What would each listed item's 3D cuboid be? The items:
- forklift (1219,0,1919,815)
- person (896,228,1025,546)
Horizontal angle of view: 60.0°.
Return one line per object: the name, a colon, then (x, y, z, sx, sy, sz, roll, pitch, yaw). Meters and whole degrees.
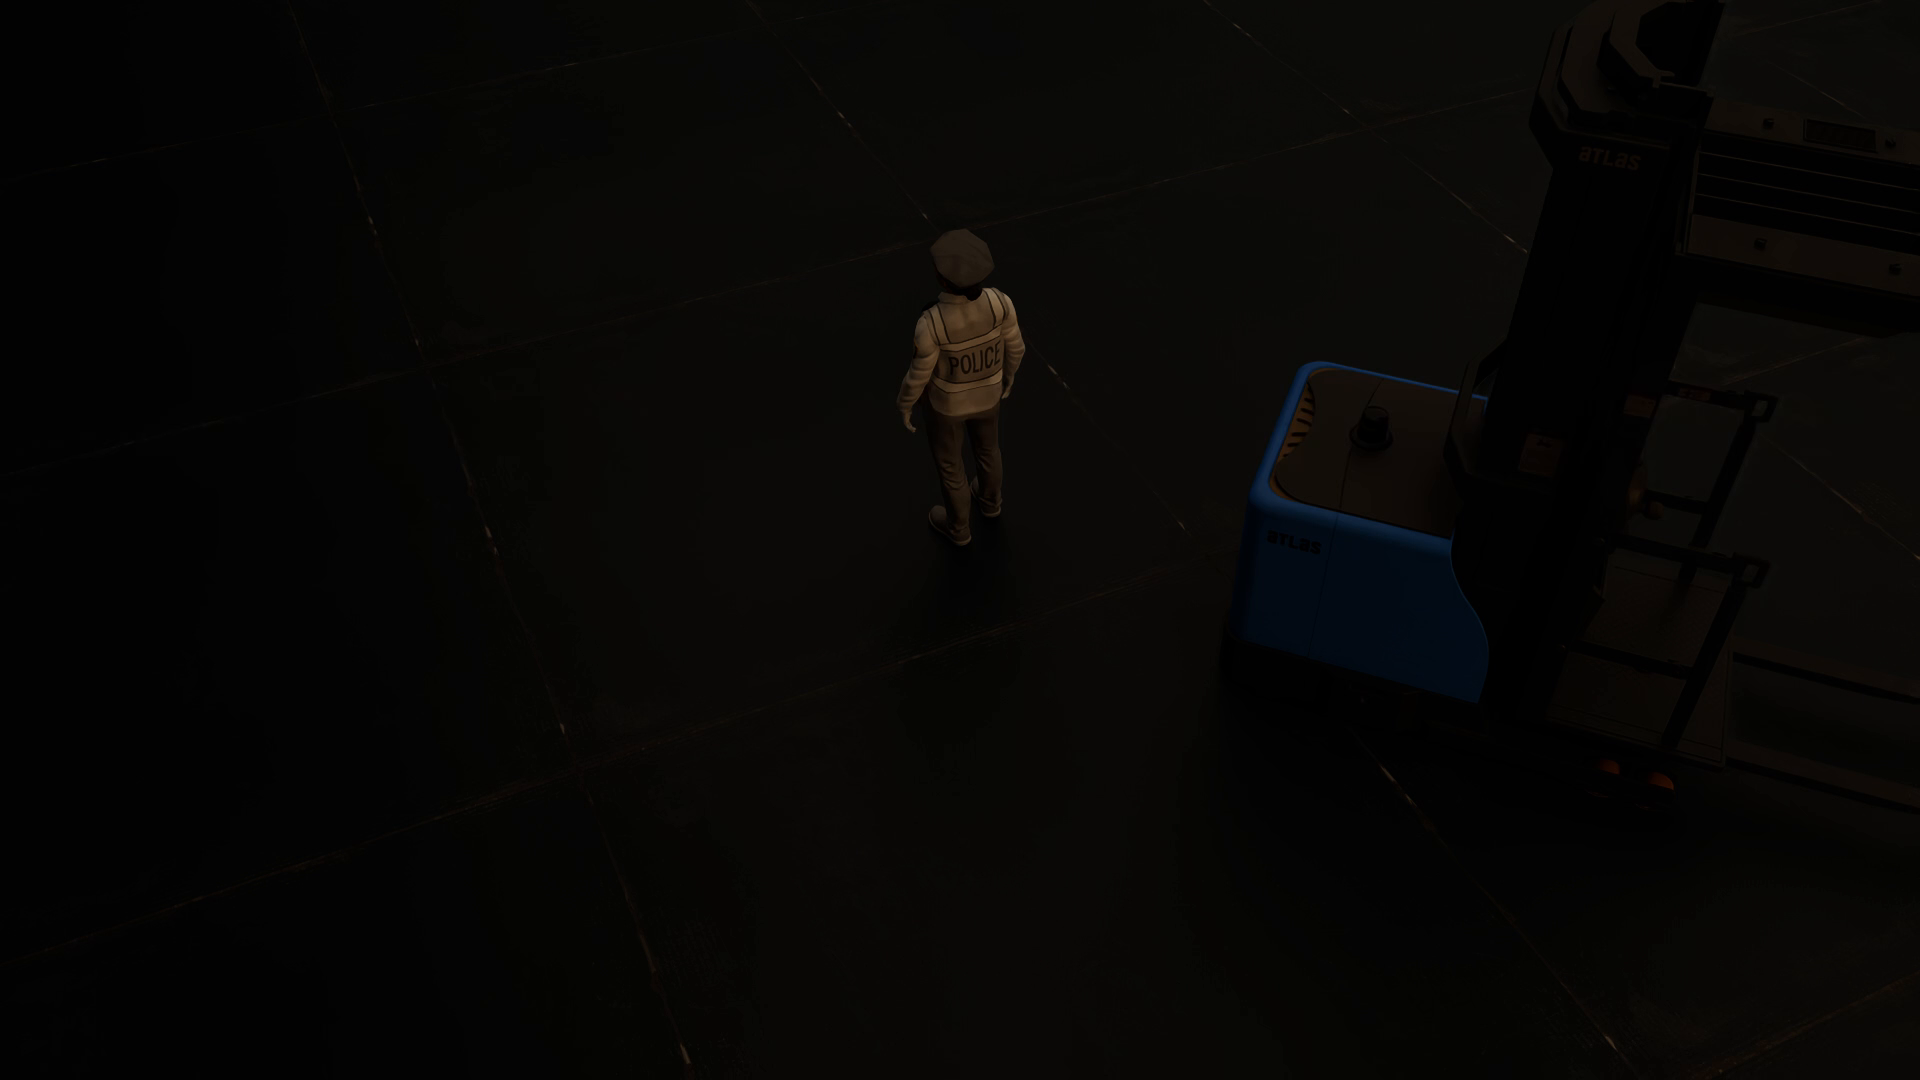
forklift: (2.683, -0.398, 6.107, 3.031, 2.935, 1.130, 15, 45, 15)
person: (-0.022, -0.669, 7.293, 0.586, 1.694, 0.531, -18, 46, -18)
